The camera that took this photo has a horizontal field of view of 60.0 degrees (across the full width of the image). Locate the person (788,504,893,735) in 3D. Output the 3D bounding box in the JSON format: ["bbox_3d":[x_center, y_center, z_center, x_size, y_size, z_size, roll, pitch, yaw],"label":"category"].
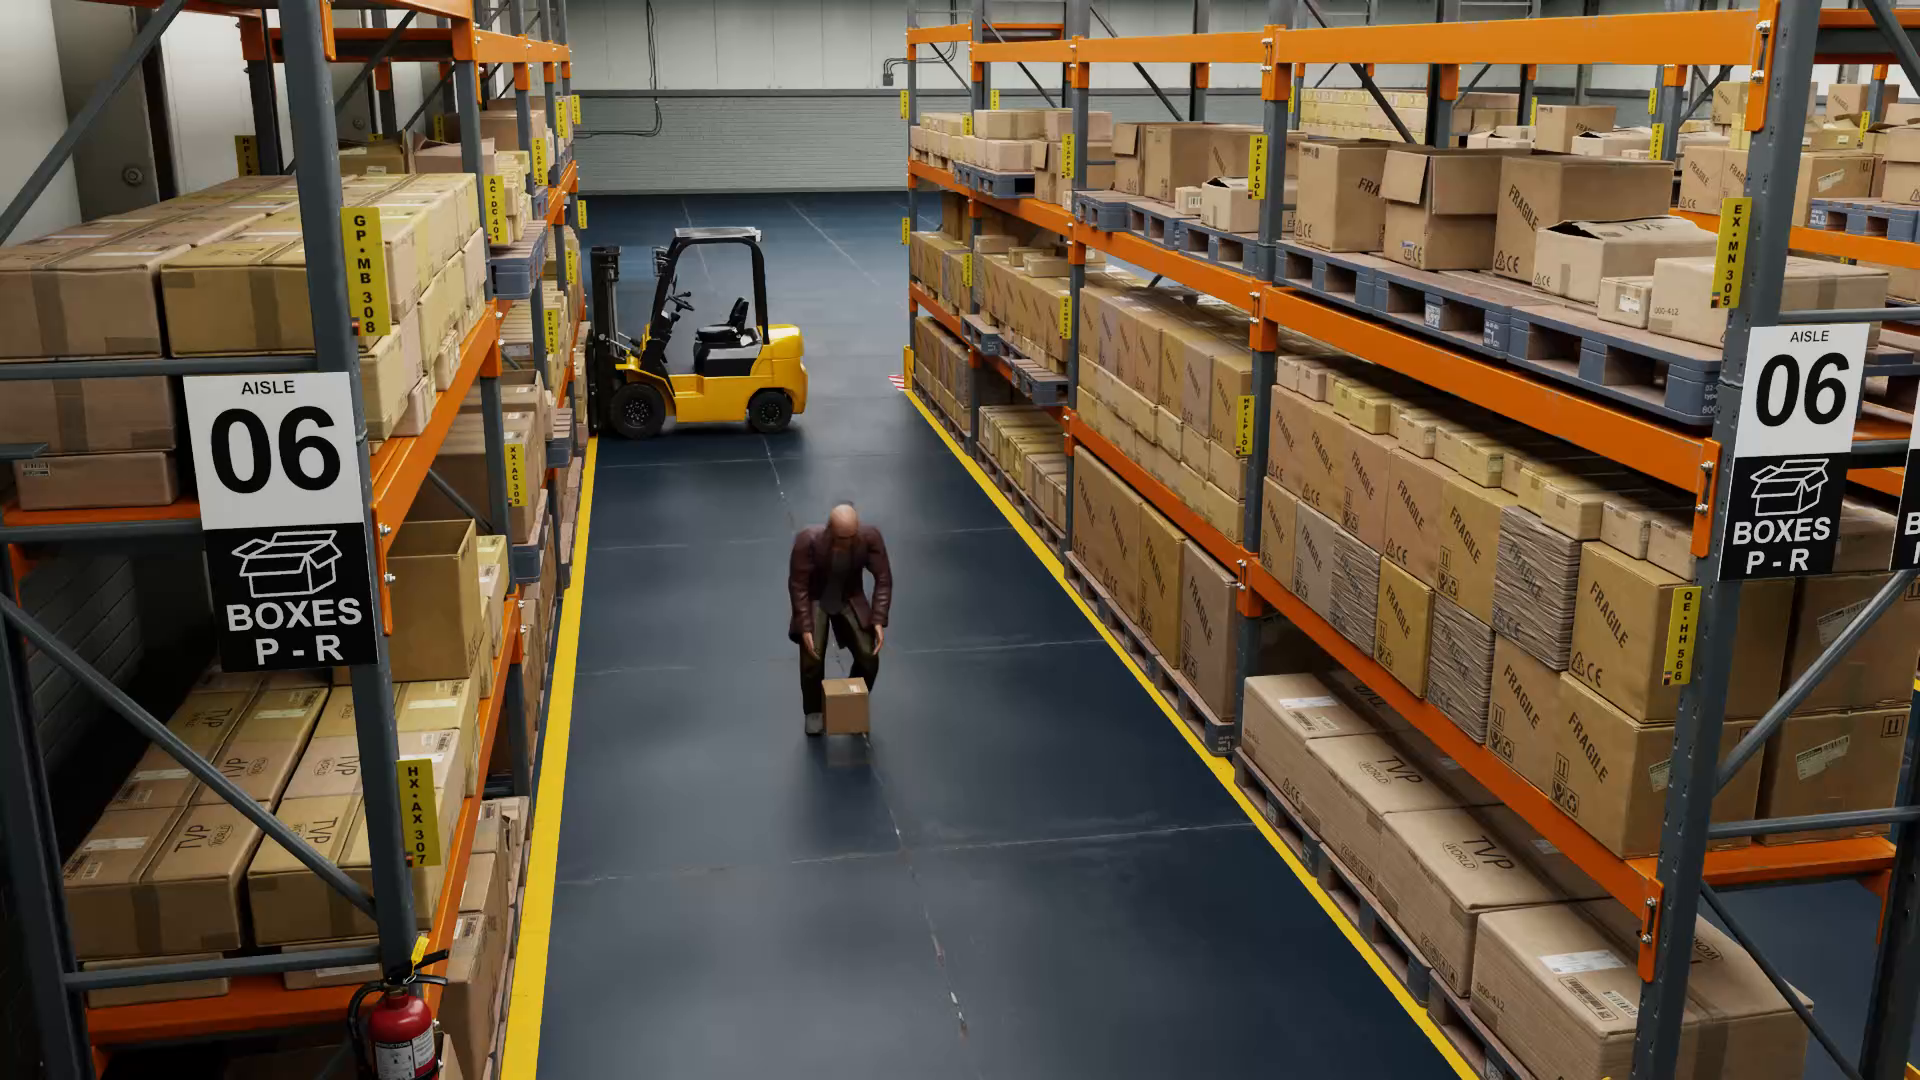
[{"bbox_3d":[-0.729,0.446,10.070,0.629,1.476,0.680,-3,16,-10],"label":"person"}]
